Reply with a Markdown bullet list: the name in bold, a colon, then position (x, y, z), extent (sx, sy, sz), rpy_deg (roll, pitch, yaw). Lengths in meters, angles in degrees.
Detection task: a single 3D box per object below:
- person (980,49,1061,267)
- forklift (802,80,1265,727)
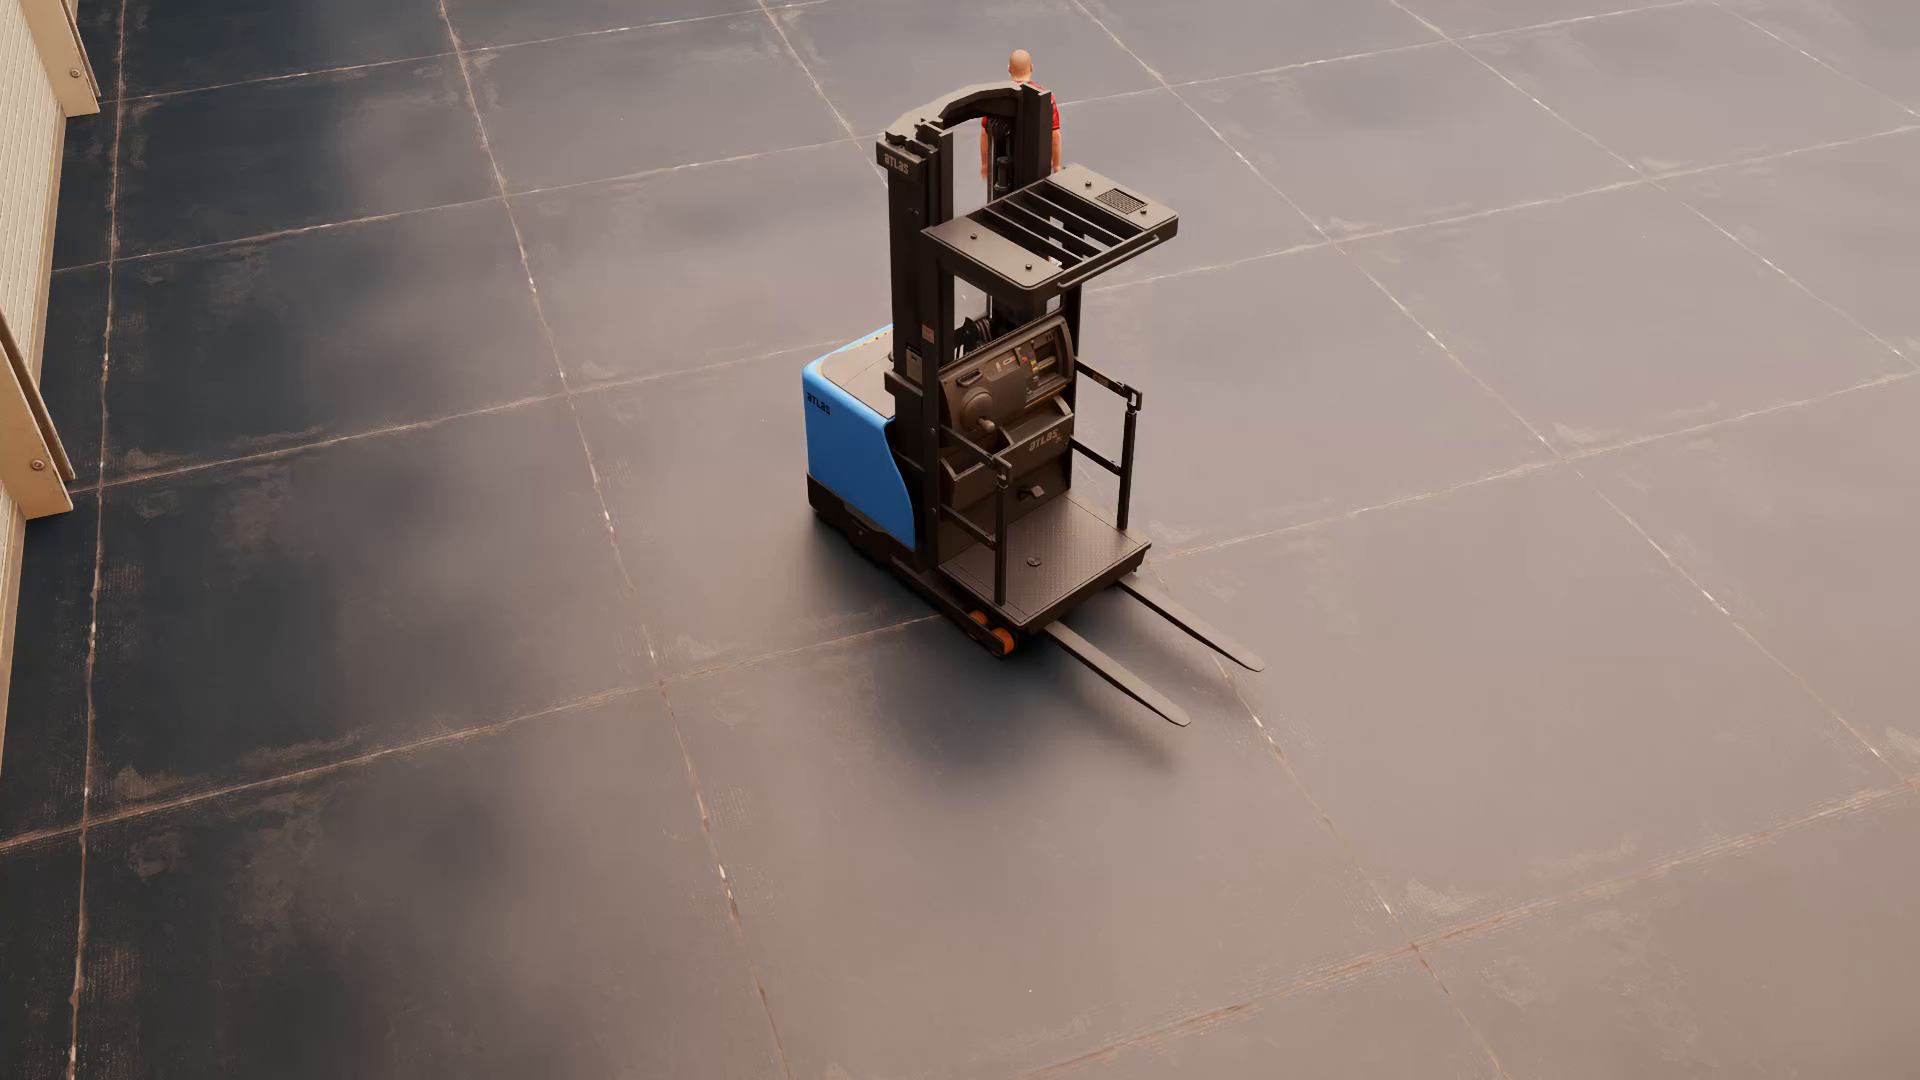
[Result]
- **person**: position (0.451, -2.745, 12.201), extent (0.607, 1.727, 0.395), rpy_deg (4, 40, 5)
- **forklift**: position (0.409, -0.833, 8.988), extent (1.130, 2.935, 3.031), rpy_deg (-30, 49, -31)
